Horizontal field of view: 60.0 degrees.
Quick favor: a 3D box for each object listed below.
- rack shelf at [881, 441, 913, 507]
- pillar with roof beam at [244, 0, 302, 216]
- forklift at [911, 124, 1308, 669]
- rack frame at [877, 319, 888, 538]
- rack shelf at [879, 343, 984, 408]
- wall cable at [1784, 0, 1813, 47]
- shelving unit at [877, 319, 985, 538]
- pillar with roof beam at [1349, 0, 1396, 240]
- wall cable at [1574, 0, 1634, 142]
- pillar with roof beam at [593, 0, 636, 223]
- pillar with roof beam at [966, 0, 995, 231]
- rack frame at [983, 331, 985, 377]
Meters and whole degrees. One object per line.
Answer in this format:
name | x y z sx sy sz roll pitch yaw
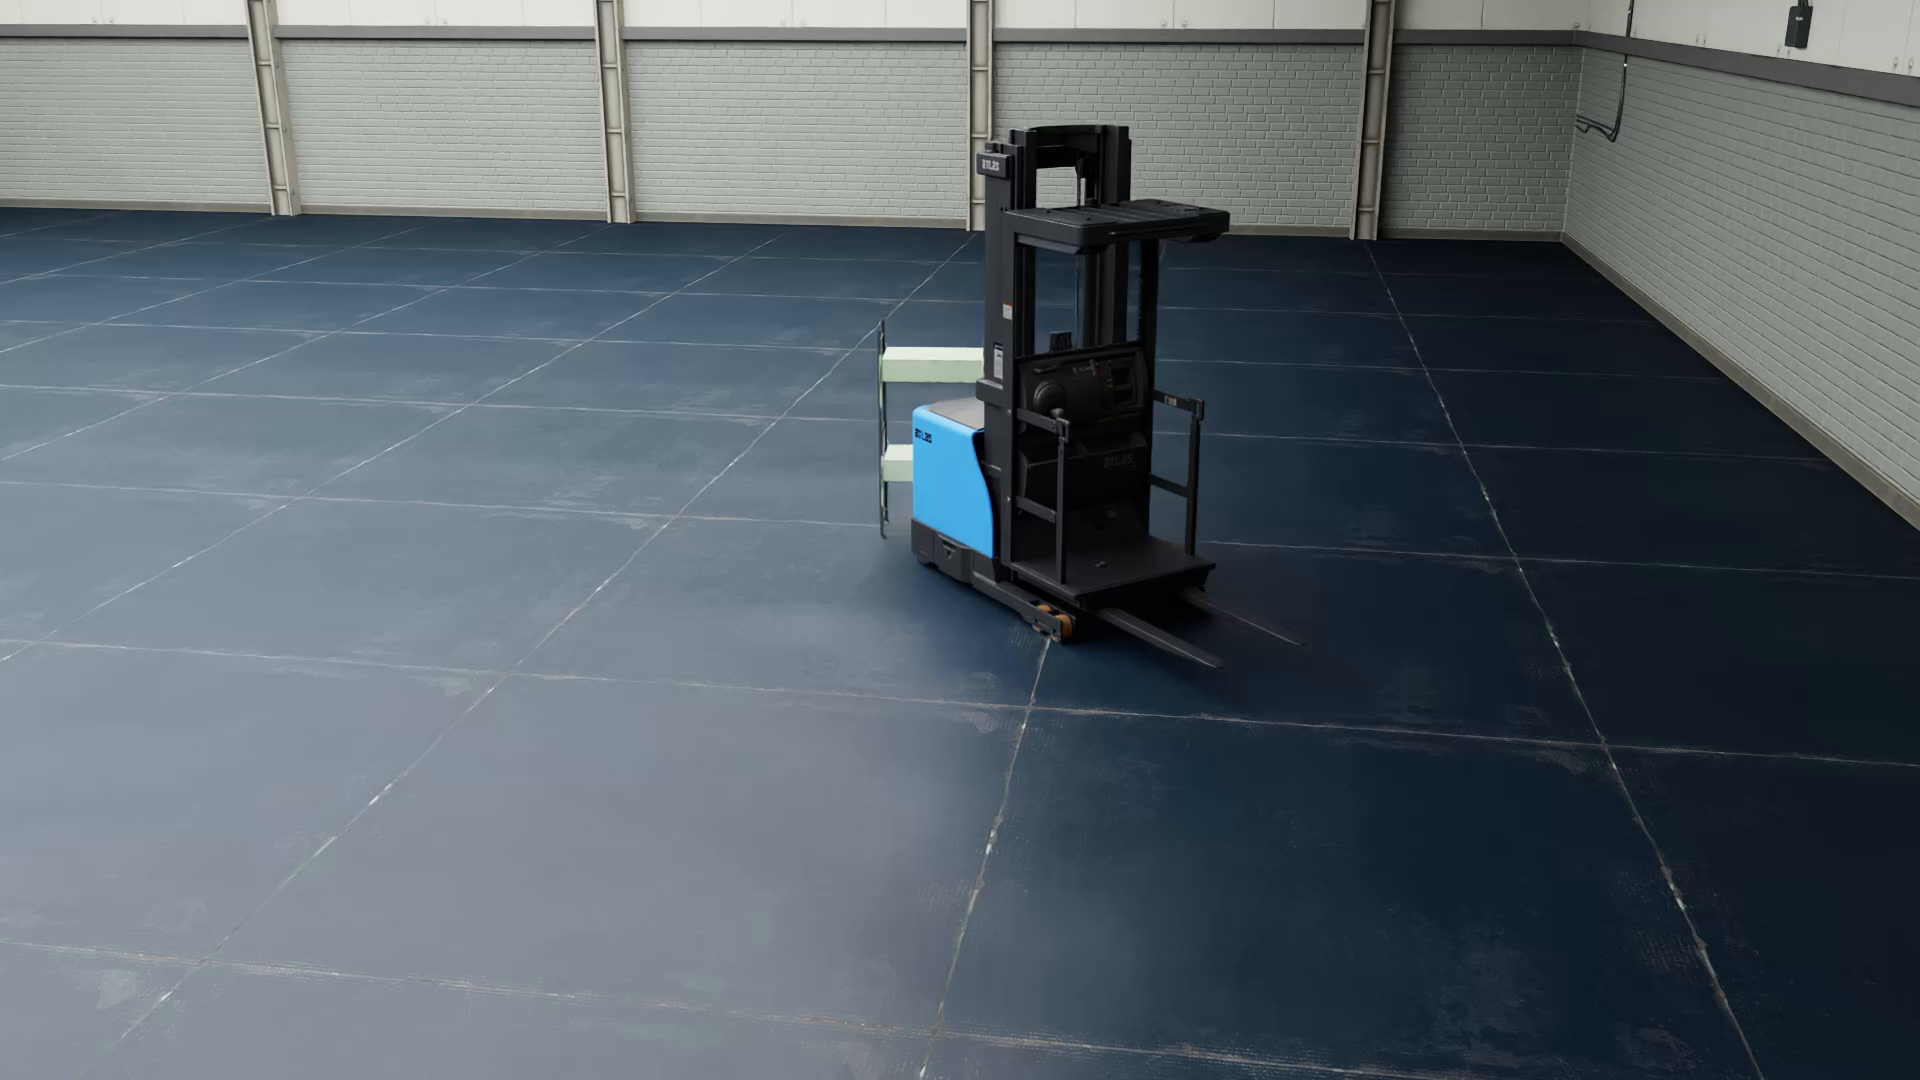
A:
rack shelf | -0.184 -0.471 11.875 0.720 0.370 0.431 1 19 3
pillar with roof beam | -12.209 -8.499 23.023 0.400 9.000 9.100 3 19 9
forklift | 0.876 -0.947 10.015 1.130 2.935 3.031 -11 22 -30
rack frame | -0.549 -0.786 11.788 0.023 1.500 0.400 1 19 3
rack shelf | -0.184 -1.151 11.648 0.720 0.370 0.431 1 19 3
wall cable | 7.423 -7.019 13.239 0.169 6.003 2.305 3 19 9
shelving unit | -0.184 -0.780 11.772 0.755 1.500 0.431 1 19 3
pillar with roof beam | 5.563 -7.594 20.316 0.400 9.000 9.100 3 19 9
wall cable | 8.945 -6.907 23.158 0.112 2.526 3.097 3 19 9
pillar with roof beam | -6.285 -8.198 22.121 0.400 9.000 9.100 3 19 9
pillar with roof beam | -0.361 -7.896 21.218 0.400 9.000 9.100 3 19 9
rack frame | 0.182 -0.775 11.756 0.023 1.500 0.400 1 19 3
